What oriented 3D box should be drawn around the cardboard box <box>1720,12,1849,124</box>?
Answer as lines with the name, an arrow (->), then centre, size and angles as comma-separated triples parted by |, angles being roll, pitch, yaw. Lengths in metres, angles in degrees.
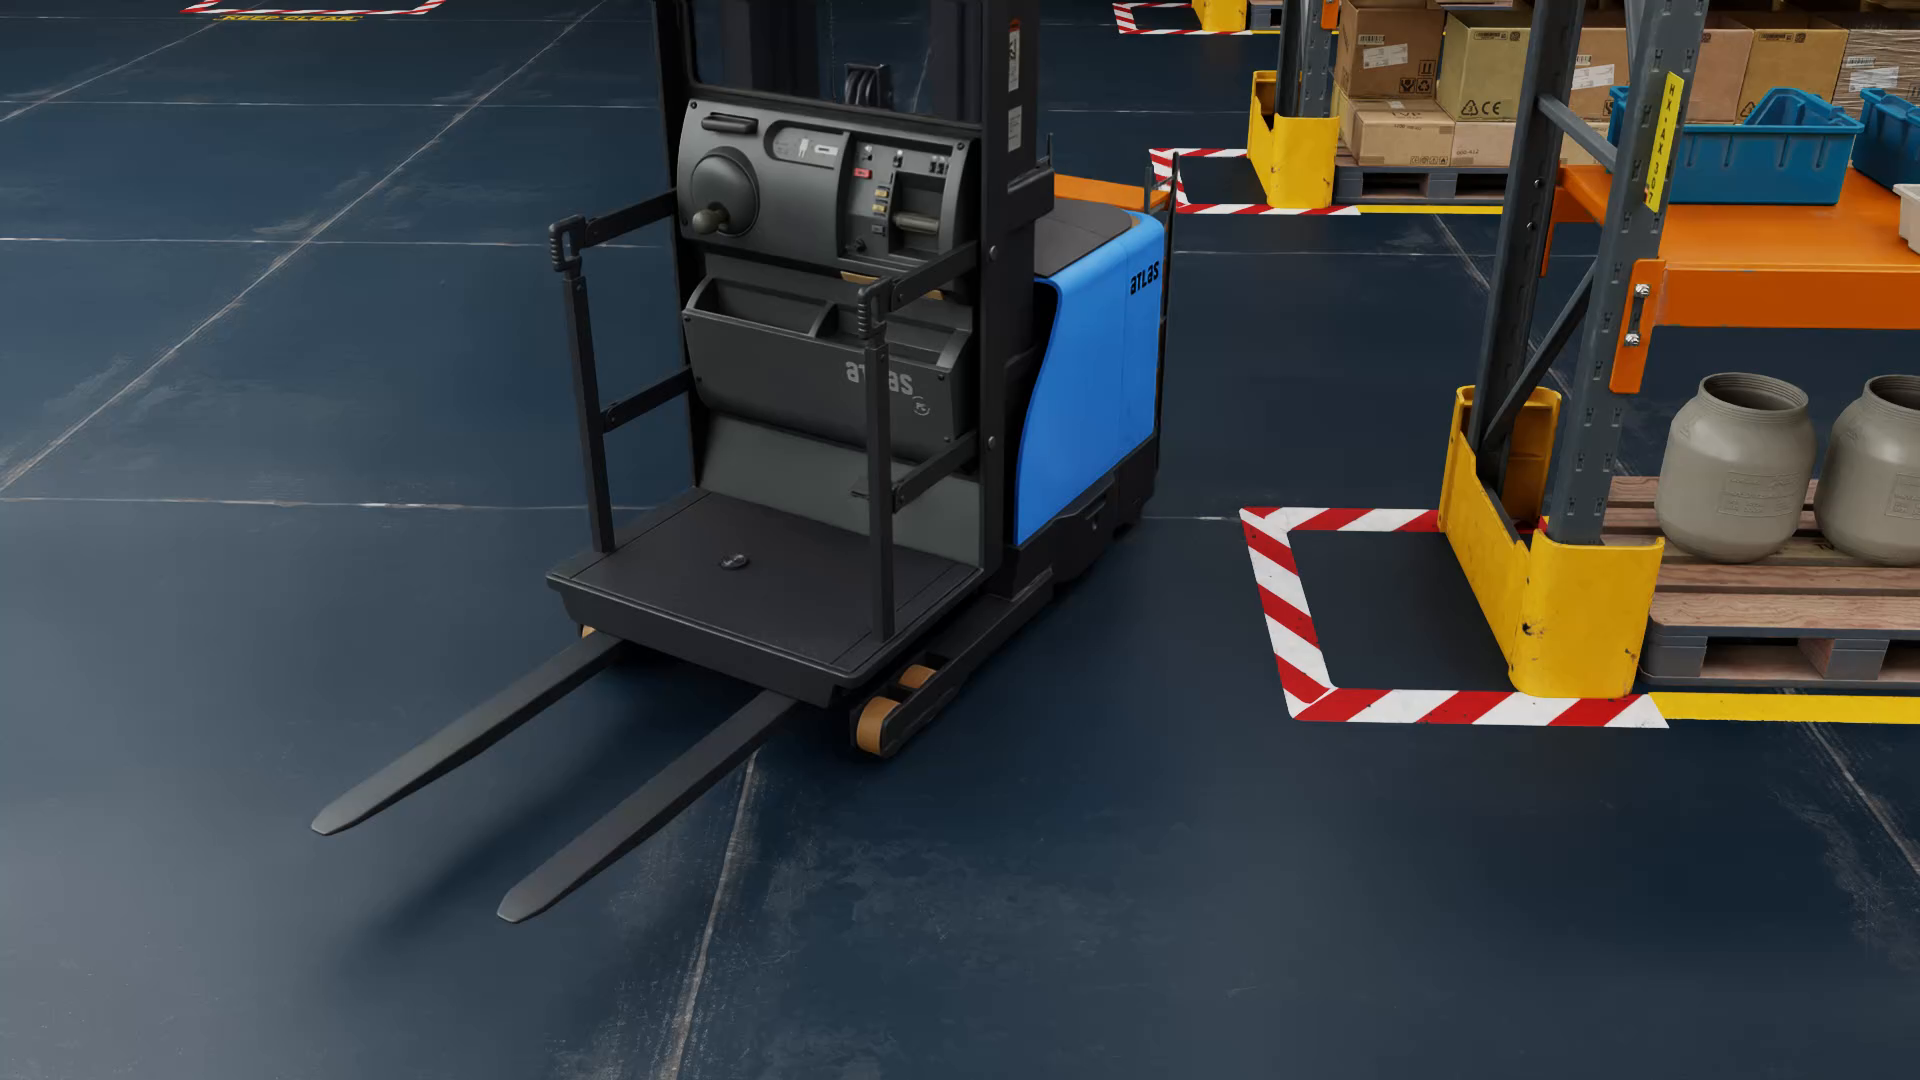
cardboard box -> 4.462, -2.594, 9.128 | 0.500, 0.500, 0.500 | 1, 28, 2

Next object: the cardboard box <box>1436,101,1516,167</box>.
cardboard box -> 2.963, -2.284, 9.343 | 0.500, 0.250, 0.500 | 1, 28, 2

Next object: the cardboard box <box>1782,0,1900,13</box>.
cardboard box -> 4.980, -2.827, 9.568 | 0.500, 0.500, 0.500 | 1, 28, 2

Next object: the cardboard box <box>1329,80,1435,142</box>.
cardboard box -> 2.481, -2.533, 9.813 | 0.500, 0.250, 0.500 | 1, 28, 2

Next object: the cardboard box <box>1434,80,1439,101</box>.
cardboard box -> 2.981, -2.530, 9.808 | 0.500, 0.250, 0.500 | 1, 28, 2

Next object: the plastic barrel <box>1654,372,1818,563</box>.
plastic barrel -> 2.417, -0.226, 5.181 | 0.421, 0.512, 0.421 | 0, 28, 0

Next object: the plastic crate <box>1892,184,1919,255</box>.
plastic crate -> 2.639, -0.832, 4.399 | 0.250, 0.136, 0.298 | 1, 28, 2

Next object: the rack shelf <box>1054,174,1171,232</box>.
rack shelf -> 0.474, -1.159, 5.815 | 0.480, 0.148, 0.258 | 16, 32, 27

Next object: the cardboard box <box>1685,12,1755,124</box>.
cardboard box -> 3.962, -2.596, 9.131 | 0.500, 0.500, 0.500 | 1, 28, 2

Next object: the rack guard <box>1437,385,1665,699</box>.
rack guard -> 1.834, -0.031, 5.274 | 0.348, 0.500, 1.175 | 1, 28, 2

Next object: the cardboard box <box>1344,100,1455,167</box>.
cardboard box -> 2.463, -2.290, 9.356 | 0.500, 0.250, 0.500 | 1, 28, 2

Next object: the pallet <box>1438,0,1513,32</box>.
pallet -> 4.209, -4.467, 13.951 | 1.213, 0.211, 1.003 | 1, 28, 2

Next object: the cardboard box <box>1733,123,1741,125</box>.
cardboard box -> 4.462, -2.257, 9.292 | 0.500, 0.250, 0.500 | 1, 28, 2

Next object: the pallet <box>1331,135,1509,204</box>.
pallet -> 2.701, -2.208, 9.689 | 1.213, 0.211, 1.003 | 1, 28, 2

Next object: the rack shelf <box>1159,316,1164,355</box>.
rack shelf -> 0.473, -0.752, 6.031 | 0.480, 0.148, 0.258 | 16, 32, 27

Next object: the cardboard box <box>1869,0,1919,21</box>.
cardboard box -> 5.480, -2.823, 9.559 | 0.500, 0.500, 0.500 | 1, 28, 2

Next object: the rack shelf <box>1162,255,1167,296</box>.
rack shelf -> 0.474, -0.950, 5.926 | 0.480, 0.148, 0.258 | 16, 32, 27

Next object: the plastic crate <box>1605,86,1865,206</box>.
plastic crate -> 2.267, -1.180, 4.933 | 0.616, 0.251, 0.499 | 1, 28, 2

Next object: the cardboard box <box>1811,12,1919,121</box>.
cardboard box -> 4.962, -2.588, 9.116 | 0.500, 0.500, 0.500 | 1, 28, 2

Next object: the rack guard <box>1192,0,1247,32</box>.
rack guard -> 2.182, -4.646, 13.980 | 0.348, 0.500, 1.175 | 1, 28, 2

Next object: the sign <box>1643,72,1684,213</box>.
sign -> 1.733, -0.979, 4.099 | 0.005, 0.325, 0.100 | 1, 28, 2

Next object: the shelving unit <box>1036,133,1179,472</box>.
shelving unit -> 0.474, -0.811, 5.999 | 0.503, 1.200, 0.258 | 16, 32, 27

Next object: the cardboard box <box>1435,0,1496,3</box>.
cardboard box -> 4.095, -4.743, 13.694 | 0.500, 0.500, 0.700 | -1, 28, -1

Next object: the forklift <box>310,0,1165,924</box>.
forklift -> -0.496, -0.940, 4.394 | 1.130, 2.935, 3.031 | 16, 32, 27

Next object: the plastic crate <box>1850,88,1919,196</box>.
plastic crate -> 2.916, -1.167, 4.908 | 0.408, 0.251, 0.499 | 1, 28, 2

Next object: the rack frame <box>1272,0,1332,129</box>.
rack frame -> 1.935, -3.433, 9.023 | 0.127, 3.000, 1.000 | 1, 28, 2

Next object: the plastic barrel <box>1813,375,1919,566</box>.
plastic barrel -> 2.918, -0.217, 5.165 | 0.421, 0.512, 0.421 | 0, 28, 0

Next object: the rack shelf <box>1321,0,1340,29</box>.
rack shelf -> 3.934, -3.082, 9.129 | 4.000, 0.370, 1.077 | 1, 28, 2

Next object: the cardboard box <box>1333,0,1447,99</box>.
cardboard box -> 2.481, -2.865, 9.639 | 0.500, 0.500, 0.500 | 1, 28, 2

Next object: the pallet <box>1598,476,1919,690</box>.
pallet -> 2.646, 0.113, 5.312 | 1.213, 0.211, 1.003 | 1, 28, 2

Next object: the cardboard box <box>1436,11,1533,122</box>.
cardboard box -> 2.963, -2.614, 9.166 | 0.500, 0.500, 0.500 | 1, 28, 2

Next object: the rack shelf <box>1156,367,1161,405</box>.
rack shelf -> 0.473, -0.576, 6.123 | 0.480, 0.148, 0.258 | 16, 32, 27

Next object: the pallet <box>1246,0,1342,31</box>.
pallet -> 2.993, -4.488, 13.991 | 1.213, 0.211, 1.003 | 1, 28, 2

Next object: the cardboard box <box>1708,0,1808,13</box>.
cardboard box -> 4.481, -2.839, 9.590 | 0.500, 0.500, 0.500 | 1, 28, 2

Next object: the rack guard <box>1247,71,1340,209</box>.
rack guard -> 1.911, -2.329, 9.609 | 0.348, 0.500, 1.175 | 1, 28, 2

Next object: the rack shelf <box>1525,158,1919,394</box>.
rack shelf -> 3.755, -0.763, 4.756 | 4.000, 0.370, 1.077 | 1, 28, 2

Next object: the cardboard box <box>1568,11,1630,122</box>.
cardboard box -> 3.463, -2.612, 9.162 | 0.500, 0.500, 0.500 | 1, 28, 2

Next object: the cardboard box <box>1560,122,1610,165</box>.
cardboard box -> 3.463, -2.275, 9.327 | 0.500, 0.250, 0.500 | 1, 28, 2

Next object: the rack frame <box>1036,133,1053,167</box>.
rack frame -> 0.264, -0.870, 6.109 | 0.015, 1.200, 0.240 | 16, 32, 27

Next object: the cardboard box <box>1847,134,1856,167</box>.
cardboard box -> 4.962, -2.256, 9.290 | 0.500, 0.250, 0.500 | 1, 28, 2

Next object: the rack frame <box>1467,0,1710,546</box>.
rack frame -> 1.756, -1.114, 4.649 | 0.127, 3.000, 1.000 | 1, 28, 2

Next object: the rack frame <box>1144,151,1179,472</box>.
rack frame -> 0.683, -0.753, 5.889 | 0.015, 1.200, 0.240 | 16, 32, 27

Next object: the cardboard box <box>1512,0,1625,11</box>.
cardboard box -> 3.481, -2.856, 9.621 | 0.500, 0.500, 0.500 | 1, 28, 2

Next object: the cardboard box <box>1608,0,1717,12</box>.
cardboard box -> 3.981, -2.847, 9.604 | 0.500, 0.500, 0.500 | 1, 28, 2
